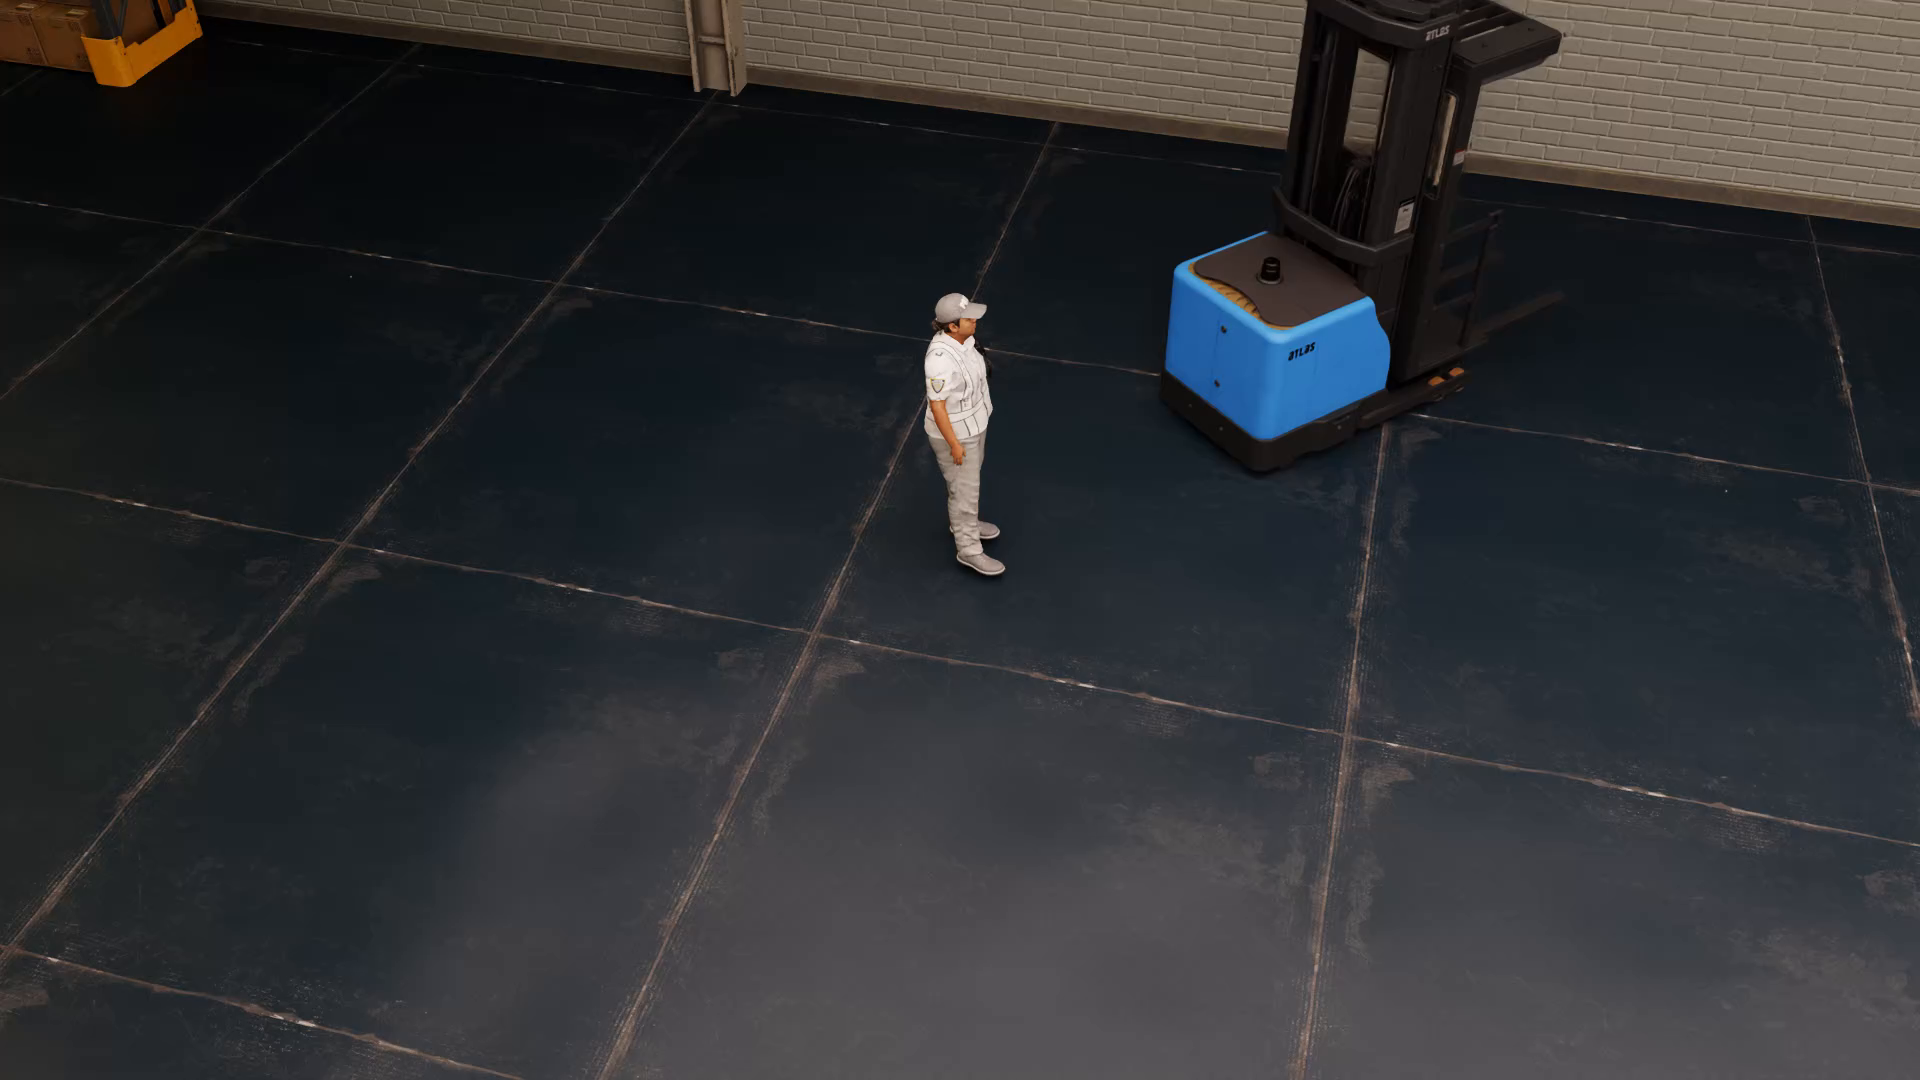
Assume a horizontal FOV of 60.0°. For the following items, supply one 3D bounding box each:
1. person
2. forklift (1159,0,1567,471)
[{"bbox_3d":[0.068,-0.635,9.473,0.528,1.670,0.598,10,42,11],"label":"person"},{"bbox_3d":[2.836,-2.295,10.479,3.031,2.935,1.130,-24,47,-25],"label":"forklift"}]
